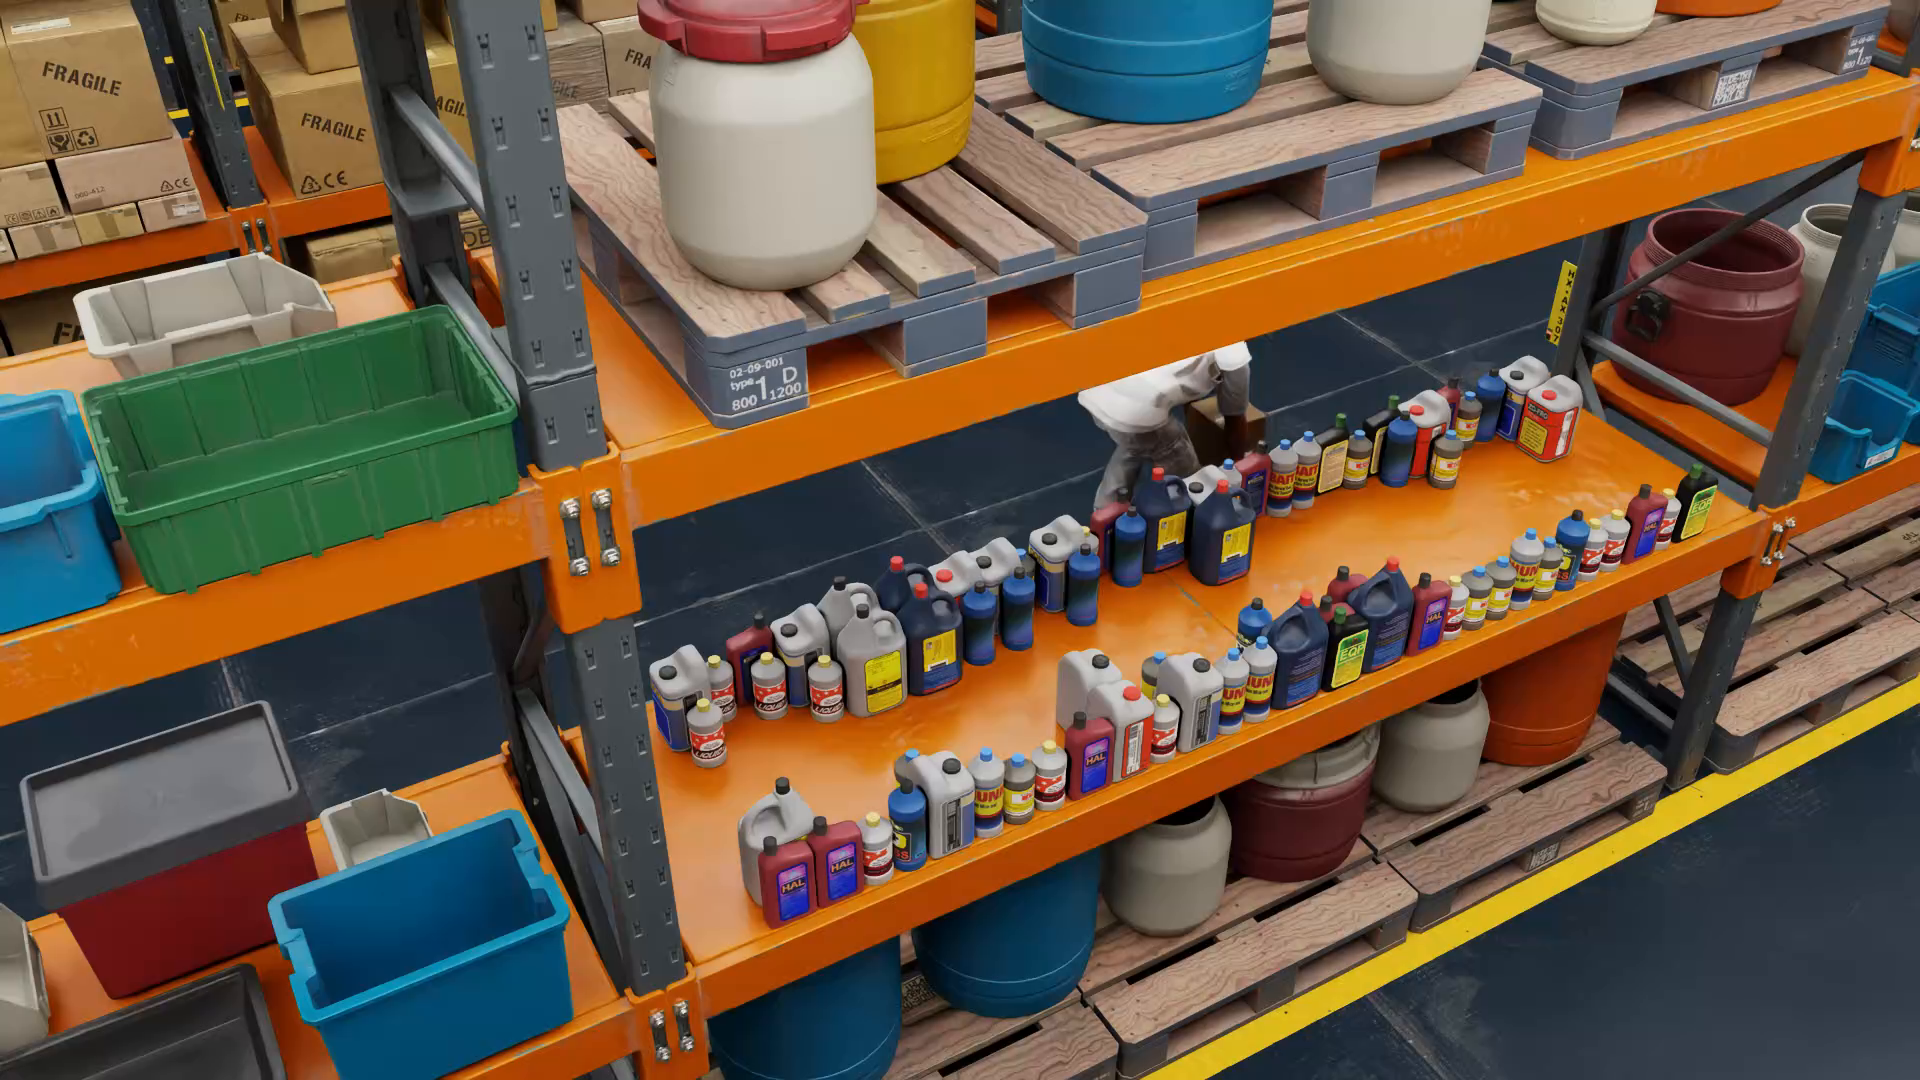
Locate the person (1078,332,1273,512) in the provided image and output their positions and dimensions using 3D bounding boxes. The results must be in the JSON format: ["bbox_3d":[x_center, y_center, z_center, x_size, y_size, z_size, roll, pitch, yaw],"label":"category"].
[{"bbox_3d":[0.960,-0.521,7.278,0.963,1.126,0.519,-21,41,-26],"label":"person"}]
